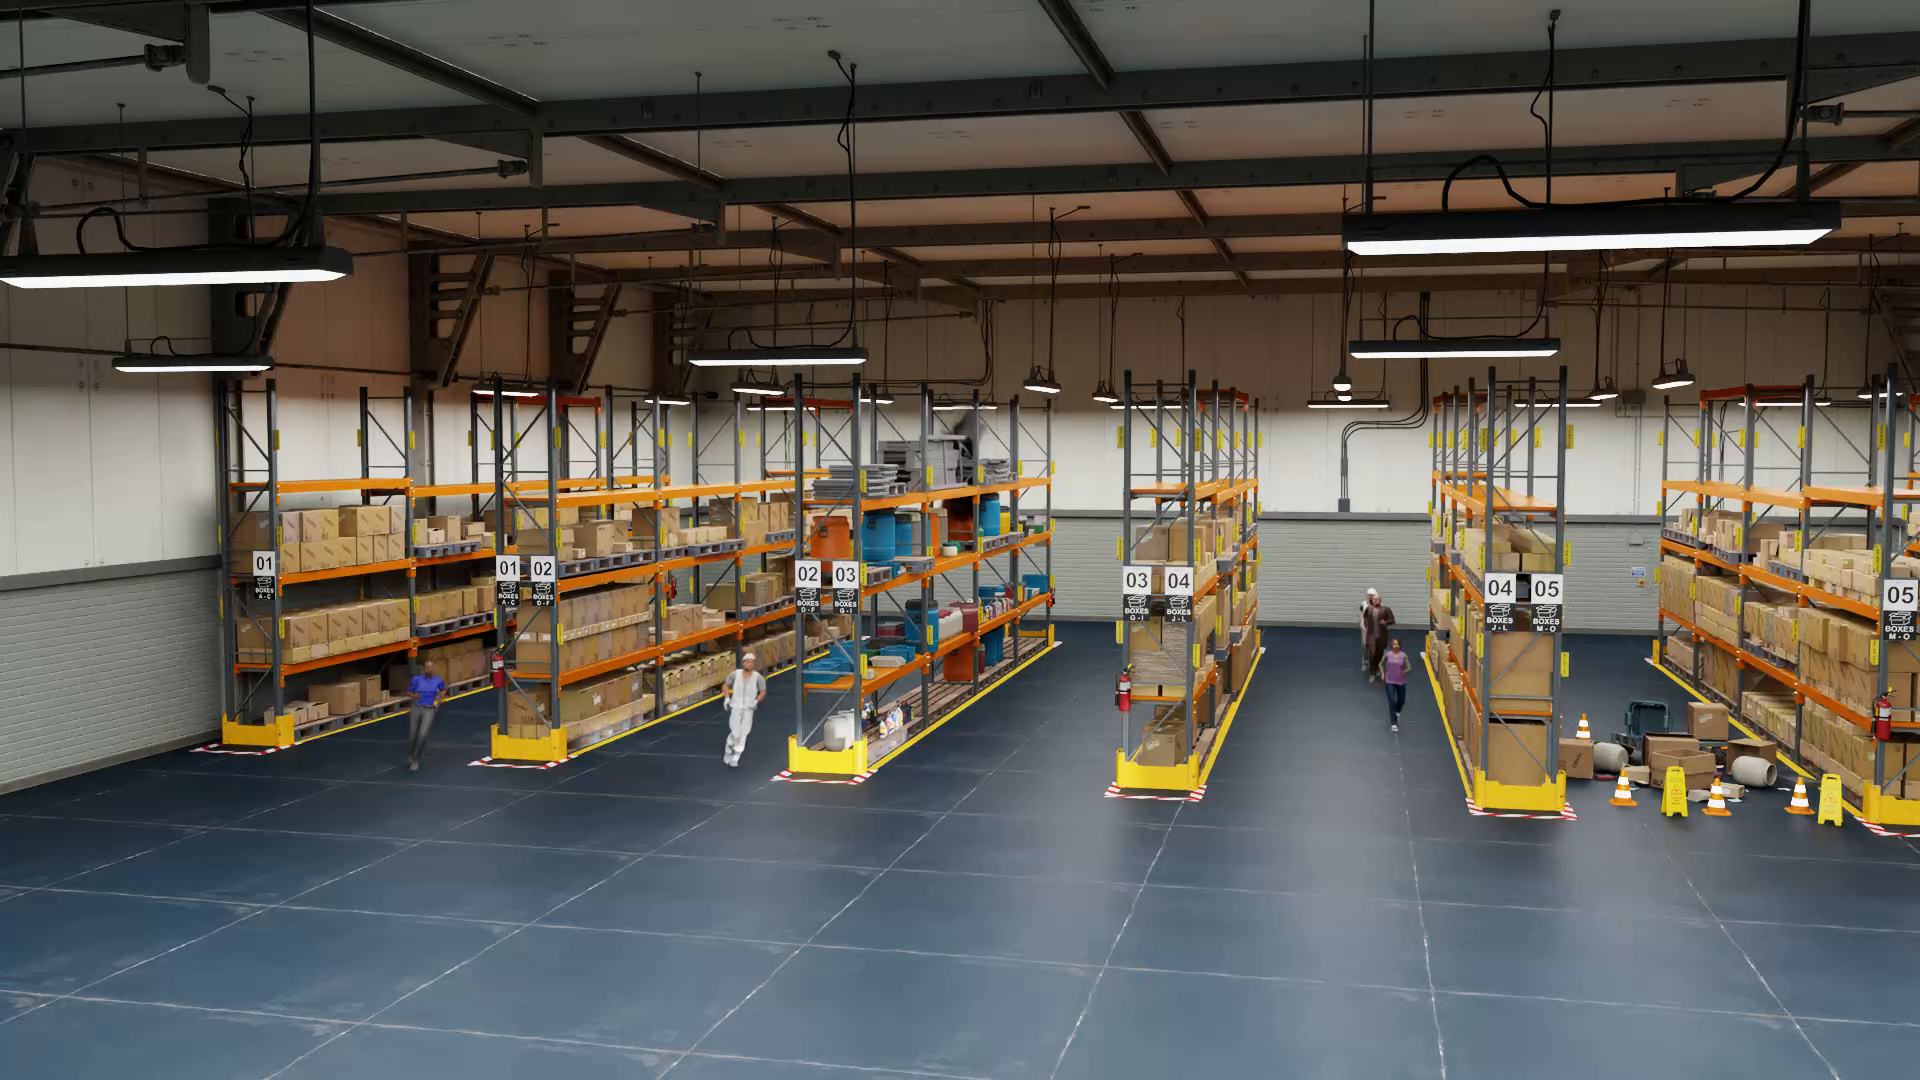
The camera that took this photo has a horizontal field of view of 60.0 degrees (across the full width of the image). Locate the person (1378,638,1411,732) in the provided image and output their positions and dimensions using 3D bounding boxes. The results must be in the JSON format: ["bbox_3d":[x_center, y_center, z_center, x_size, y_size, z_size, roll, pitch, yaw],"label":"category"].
[{"bbox_3d":[7.526,2.482,28.783,0.547,1.570,0.823,1,3,10],"label":"person"}]

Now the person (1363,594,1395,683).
[{"bbox_3d":[8.715,2.039,34.633,0.679,1.803,0.975,1,4,19],"label":"person"}]

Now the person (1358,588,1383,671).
[{"bbox_3d":[9.006,1.950,36.375,0.604,1.823,0.899,1,4,14],"label":"person"}]

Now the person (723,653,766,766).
[{"bbox_3d":[-3.295,2.601,25.463,0.667,1.736,0.548,-1,3,-11],"label":"person"}]

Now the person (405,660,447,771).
[{"bbox_3d":[-8.194,2.672,25.478,0.611,1.679,0.709,-1,3,-11],"label":"person"}]
